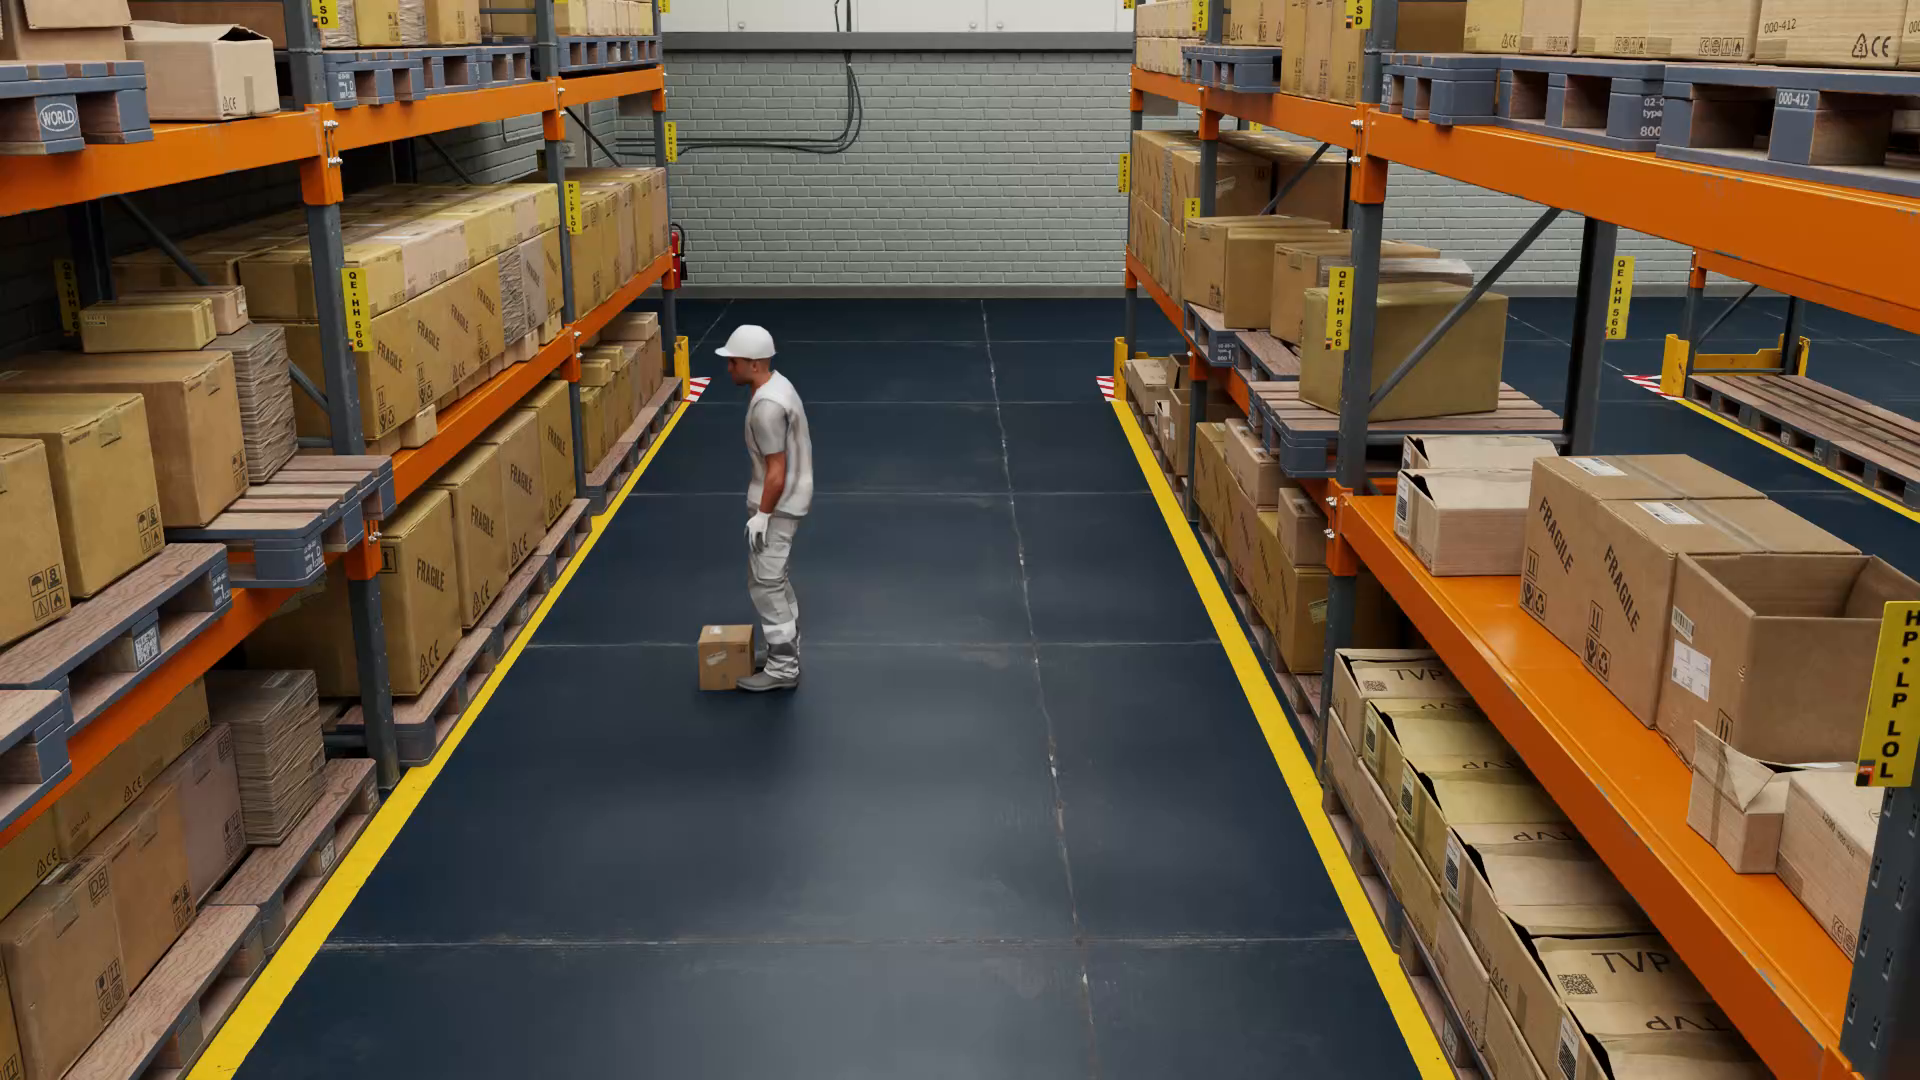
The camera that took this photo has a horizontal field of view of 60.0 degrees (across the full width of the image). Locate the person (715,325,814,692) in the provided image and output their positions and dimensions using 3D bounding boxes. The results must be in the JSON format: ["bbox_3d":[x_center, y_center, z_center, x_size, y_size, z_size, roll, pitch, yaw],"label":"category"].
[{"bbox_3d":[-0.926,-0.156,8.028,0.444,1.779,0.584,-1,17,-3],"label":"person"}]
